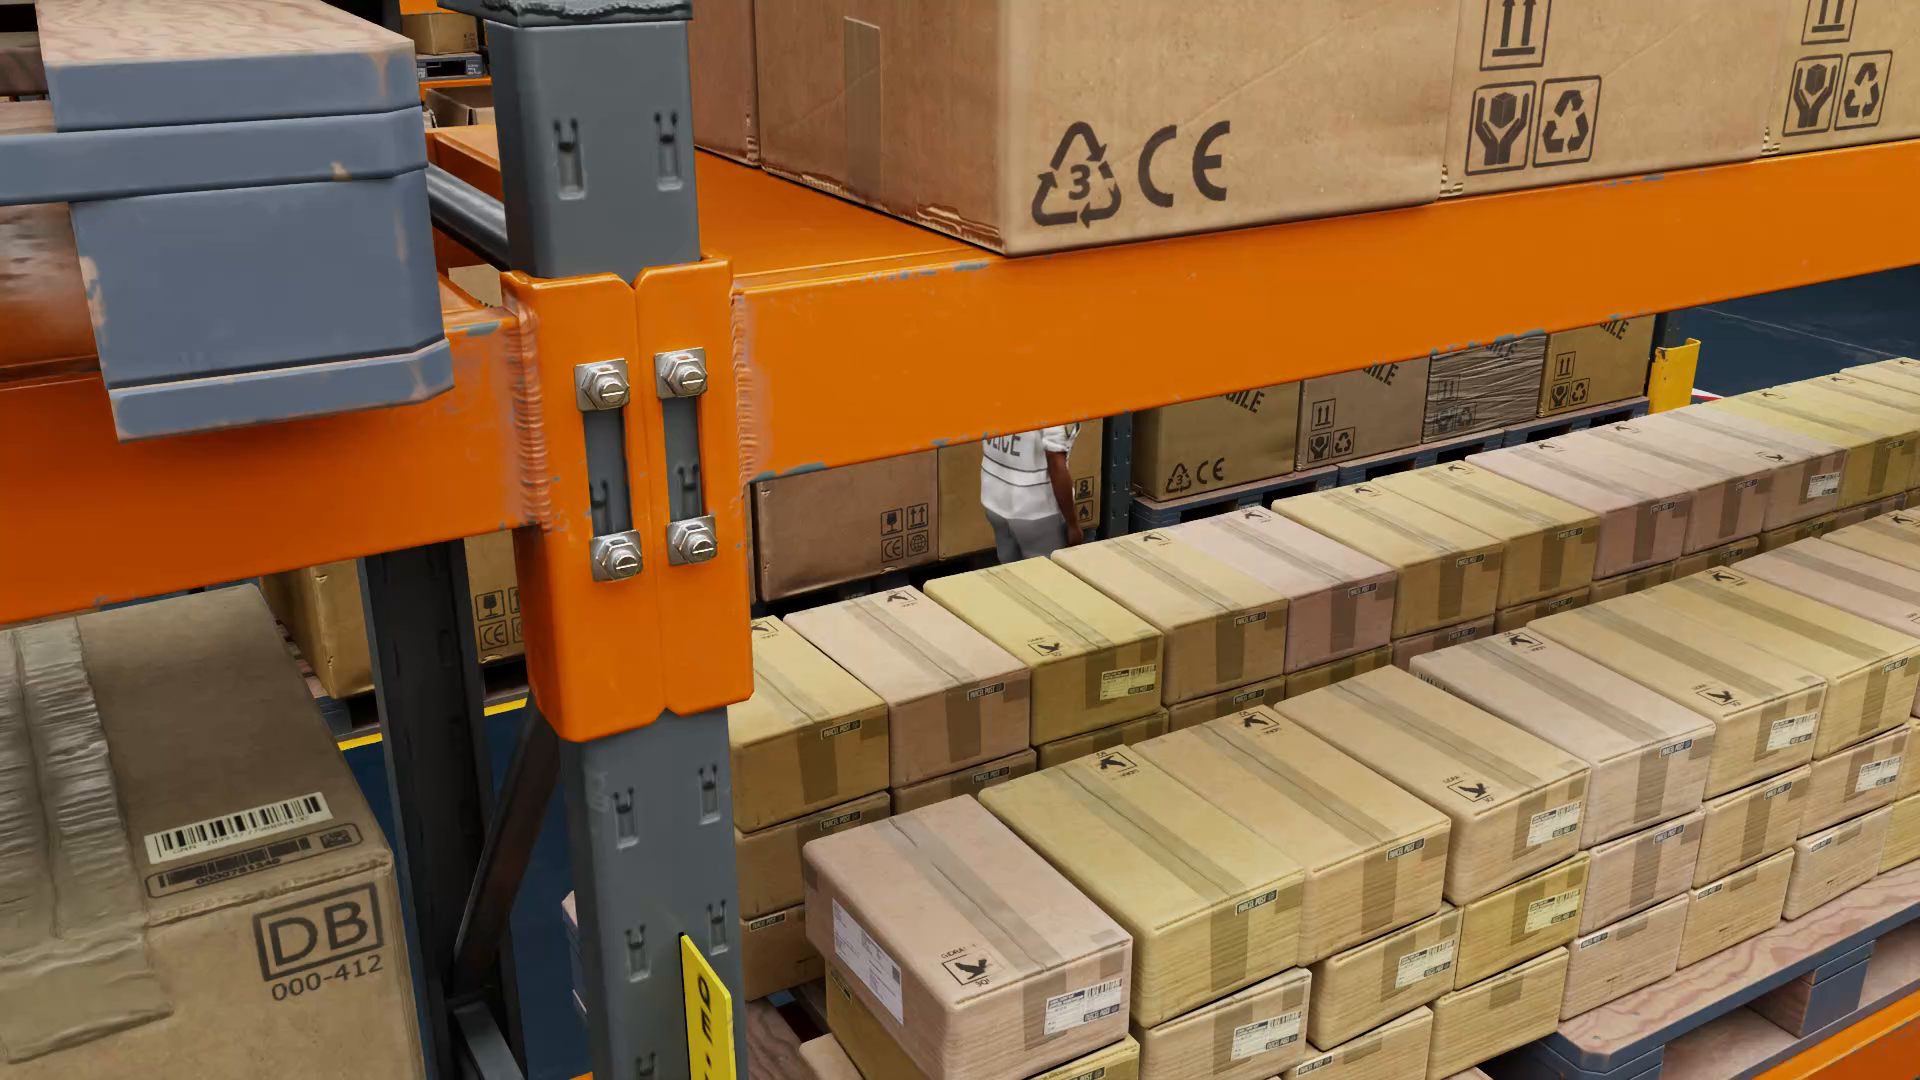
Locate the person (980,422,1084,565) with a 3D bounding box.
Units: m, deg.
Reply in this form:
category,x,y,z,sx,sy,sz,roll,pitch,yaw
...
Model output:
category,x,y,z,sx,sy,sz,roll,pitch,yaw
person,0.299,-0.114,6.376,0.395,1.657,0.506,-13,25,-29
